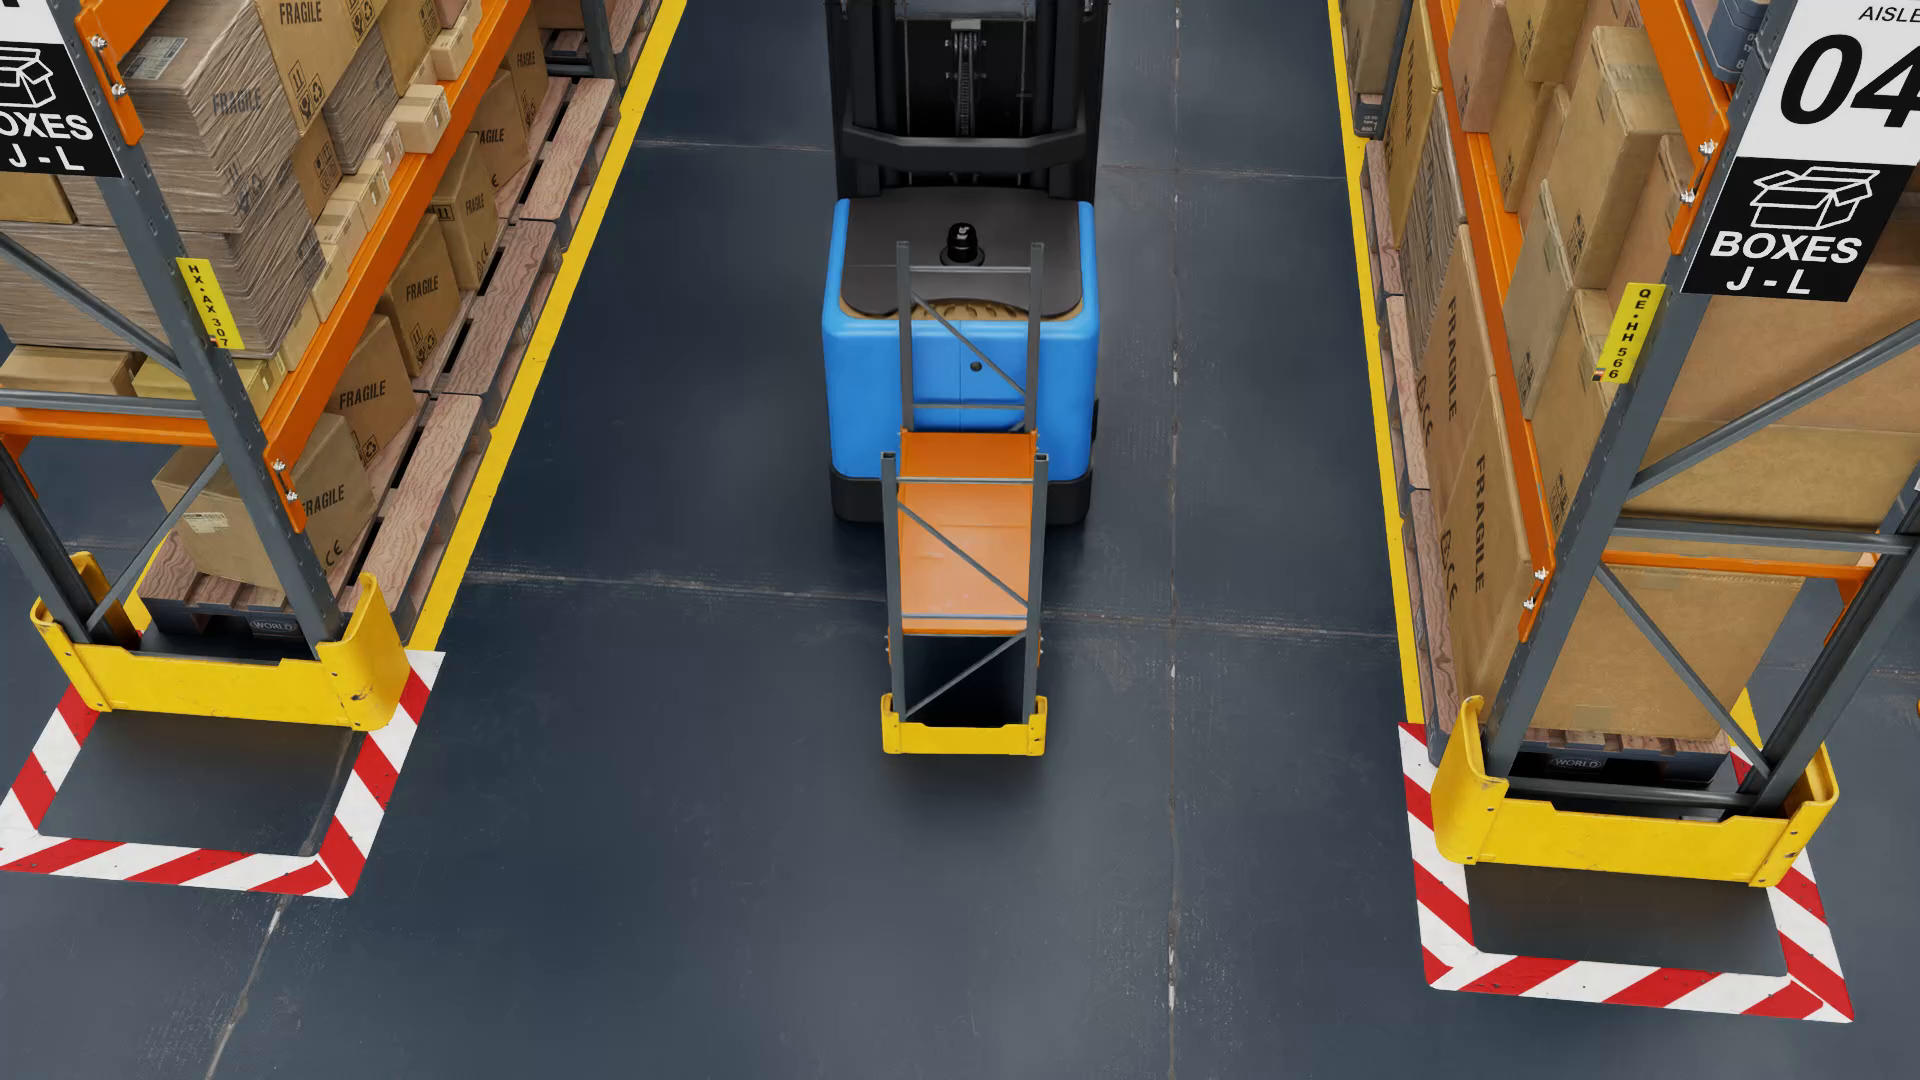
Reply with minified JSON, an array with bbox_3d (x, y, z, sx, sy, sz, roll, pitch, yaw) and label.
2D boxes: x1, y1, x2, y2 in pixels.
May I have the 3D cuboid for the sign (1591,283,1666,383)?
[{"bbox_3d":[1.711,-0.526,4.253,0.100,0.325,0.005,4,48,4],"label":"sign"}]

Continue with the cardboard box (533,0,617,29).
[{"bbox_3d":[-2.238,-3.110,8.957,0.700,0.500,0.500,1,48,1],"label":"cardboard box"}]

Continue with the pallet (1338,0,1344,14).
[{"bbox_3d":[2.718,-3.477,9.787,1.003,0.211,1.213,4,48,4],"label":"pallet"}]

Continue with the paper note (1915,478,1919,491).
[{"bbox_3d":[4.031,-0.243,6.966,0.032,0.001,0.123,28,53,23],"label":"paper note"}]

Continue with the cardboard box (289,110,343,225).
[{"bbox_3d":[-2.677,-1.328,5.662,0.875,0.500,0.500,4,48,4],"label":"cardboard box"}]

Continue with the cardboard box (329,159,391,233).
[{"bbox_3d":[-2.305,-1.258,6.038,0.380,0.149,0.250,4,48,4],"label":"cardboard box"}]

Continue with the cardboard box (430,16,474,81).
[{"bbox_3d":[-2.194,-1.992,6.709,0.380,0.149,0.250,4,48,4],"label":"cardboard box"}]

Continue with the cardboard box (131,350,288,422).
[{"bbox_3d":[-2.417,-0.525,5.367,0.380,0.149,0.250,4,48,4],"label":"cardboard box"}]

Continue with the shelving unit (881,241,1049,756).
[{"bbox_3d":[0.024,-0.125,5.848,0.587,1.500,1.083,1,48,1],"label":"shelving unit"}]

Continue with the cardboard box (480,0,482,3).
[{"bbox_3d":[-2.223,-2.364,7.050,0.380,0.149,0.250,4,48,4],"label":"cardboard box"}]

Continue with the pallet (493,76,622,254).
[{"bbox_3d":[-2.342,-1.918,8.361,1.003,0.211,1.213,4,48,4],"label":"pallet"}]

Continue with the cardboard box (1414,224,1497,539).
[{"bbox_3d":[2.324,-0.582,6.405,0.875,0.875,0.875,3,48,3],"label":"cardboard box"}]

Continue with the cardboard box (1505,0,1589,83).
[{"bbox_3d":[2.386,-1.904,5.625,0.875,0.550,0.500,4,48,4],"label":"cardboard box"}]

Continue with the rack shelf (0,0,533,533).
[{"bbox_3d":[-2.498,-1.643,6.707,1.077,0.370,4.000,4,48,4],"label":"rack shelf"}]

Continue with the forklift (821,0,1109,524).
[{"bbox_3d":[0.031,-2.126,6.708,1.130,2.935,3.031,1,48,1],"label":"forklift"}]

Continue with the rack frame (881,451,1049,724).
[{"bbox_3d":[0.014,0.257,5.499,0.500,1.500,0.032,1,48,1],"label":"rack frame"}]

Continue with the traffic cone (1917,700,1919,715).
[{"bbox_3d":[3.712,0.553,5.930,0.336,0.463,0.334,4,48,4],"label":"traffic cone"}]

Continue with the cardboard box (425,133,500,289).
[{"bbox_3d":[-2.415,-1.479,7.480,0.500,0.500,0.500,0,48,0],"label":"cardboard box"}]

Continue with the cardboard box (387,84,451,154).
[{"bbox_3d":[-2.184,-1.620,6.369,0.380,0.149,0.250,4,48,4],"label":"cardboard box"}]

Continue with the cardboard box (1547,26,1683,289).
[{"bbox_3d":[2.281,-1.104,4.893,0.875,0.550,0.550,4,48,4],"label":"cardboard box"}]

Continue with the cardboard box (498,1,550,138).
[{"bbox_3d":[-2.392,-2.362,8.287,0.500,0.500,0.500,3,48,2],"label":"cardboard box"}]

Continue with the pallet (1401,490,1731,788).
[{"bbox_3d":[2.245,0.340,6.296,1.003,0.211,1.213,4,48,4],"label":"pallet"}]

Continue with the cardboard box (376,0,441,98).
[{"bbox_3d":[-2.531,-2.059,6.331,0.875,0.500,0.500,4,48,4],"label":"cardboard box"}]

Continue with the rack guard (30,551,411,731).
[{"bbox_3d":[-2.673,0.372,6.071,1.175,0.500,0.348,4,48,4],"label":"rack guard"}]

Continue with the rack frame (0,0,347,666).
[{"bbox_3d":[-2.680,-0.416,5.098,1.000,3.000,0.127,4,48,4],"label":"rack frame"}]

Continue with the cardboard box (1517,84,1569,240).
[{"bbox_3d":[2.443,-1.143,5.661,0.875,0.550,0.550,4,48,4],"label":"cardboard box"}]

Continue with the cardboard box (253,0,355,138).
[{"bbox_3d":[-2.306,-1.640,5.271,0.500,0.500,0.500,4,48,4],"label":"cardboard box"}]

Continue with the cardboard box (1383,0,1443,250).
[{"bbox_3d":[2.487,-1.915,7.624,0.875,0.875,0.875,5,48,4],"label":"cardboard box"}]

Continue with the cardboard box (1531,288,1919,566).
[{"bbox_3d":[2.239,-0.335,4.922,0.875,0.550,0.550,4,48,4],"label":"cardboard box"}]

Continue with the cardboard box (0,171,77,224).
[{"bbox_3d":[-2.876,-1.308,4.967,0.500,0.500,0.500,4,48,4],"label":"cardboard box"}]

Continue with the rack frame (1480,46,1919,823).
[{"bbox_3d":[2.250,-0.008,4.725,1.000,3.000,0.127,4,48,4],"label":"rack frame"}]

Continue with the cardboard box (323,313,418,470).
[{"bbox_3d":[-2.586,-0.613,6.688,0.500,0.500,0.500,15,49,14],"label":"cardboard box"}]

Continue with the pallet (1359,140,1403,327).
[{"bbox_3d":[2.467,-1.453,7.936,1.003,0.211,1.213,4,48,4],"label":"pallet"}]

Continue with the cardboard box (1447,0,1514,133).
[{"bbox_3d":[2.399,-1.932,6.382,0.875,0.550,0.550,4,48,4],"label":"cardboard box"}]

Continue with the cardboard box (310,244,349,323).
[{"bbox_3d":[-2.337,-0.890,5.701,0.380,0.149,0.250,4,48,4],"label":"cardboard box"}]

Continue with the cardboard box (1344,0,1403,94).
[{"bbox_3d":[2.581,-2.792,8.511,1.050,0.750,0.750,4,48,3],"label":"cardboard box"}]

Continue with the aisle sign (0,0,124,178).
[{"bbox_3d":[-2.387,-1.228,4.078,0.394,0.787,0.004,4,48,4],"label":"aisle sign"}]

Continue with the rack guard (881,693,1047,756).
[{"bbox_3d":[0.014,0.664,5.973,0.587,0.250,0.087,1,48,1],"label":"rack guard"}]

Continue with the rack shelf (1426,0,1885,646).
[{"bbox_3d":[2.432,-1.235,6.334,1.077,0.370,4.000,4,48,4],"label":"rack shelf"}]

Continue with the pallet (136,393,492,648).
[{"bbox_3d":[-2.564,-0.125,6.722,1.003,0.211,1.213,4,48,4],"label":"pallet"}]
